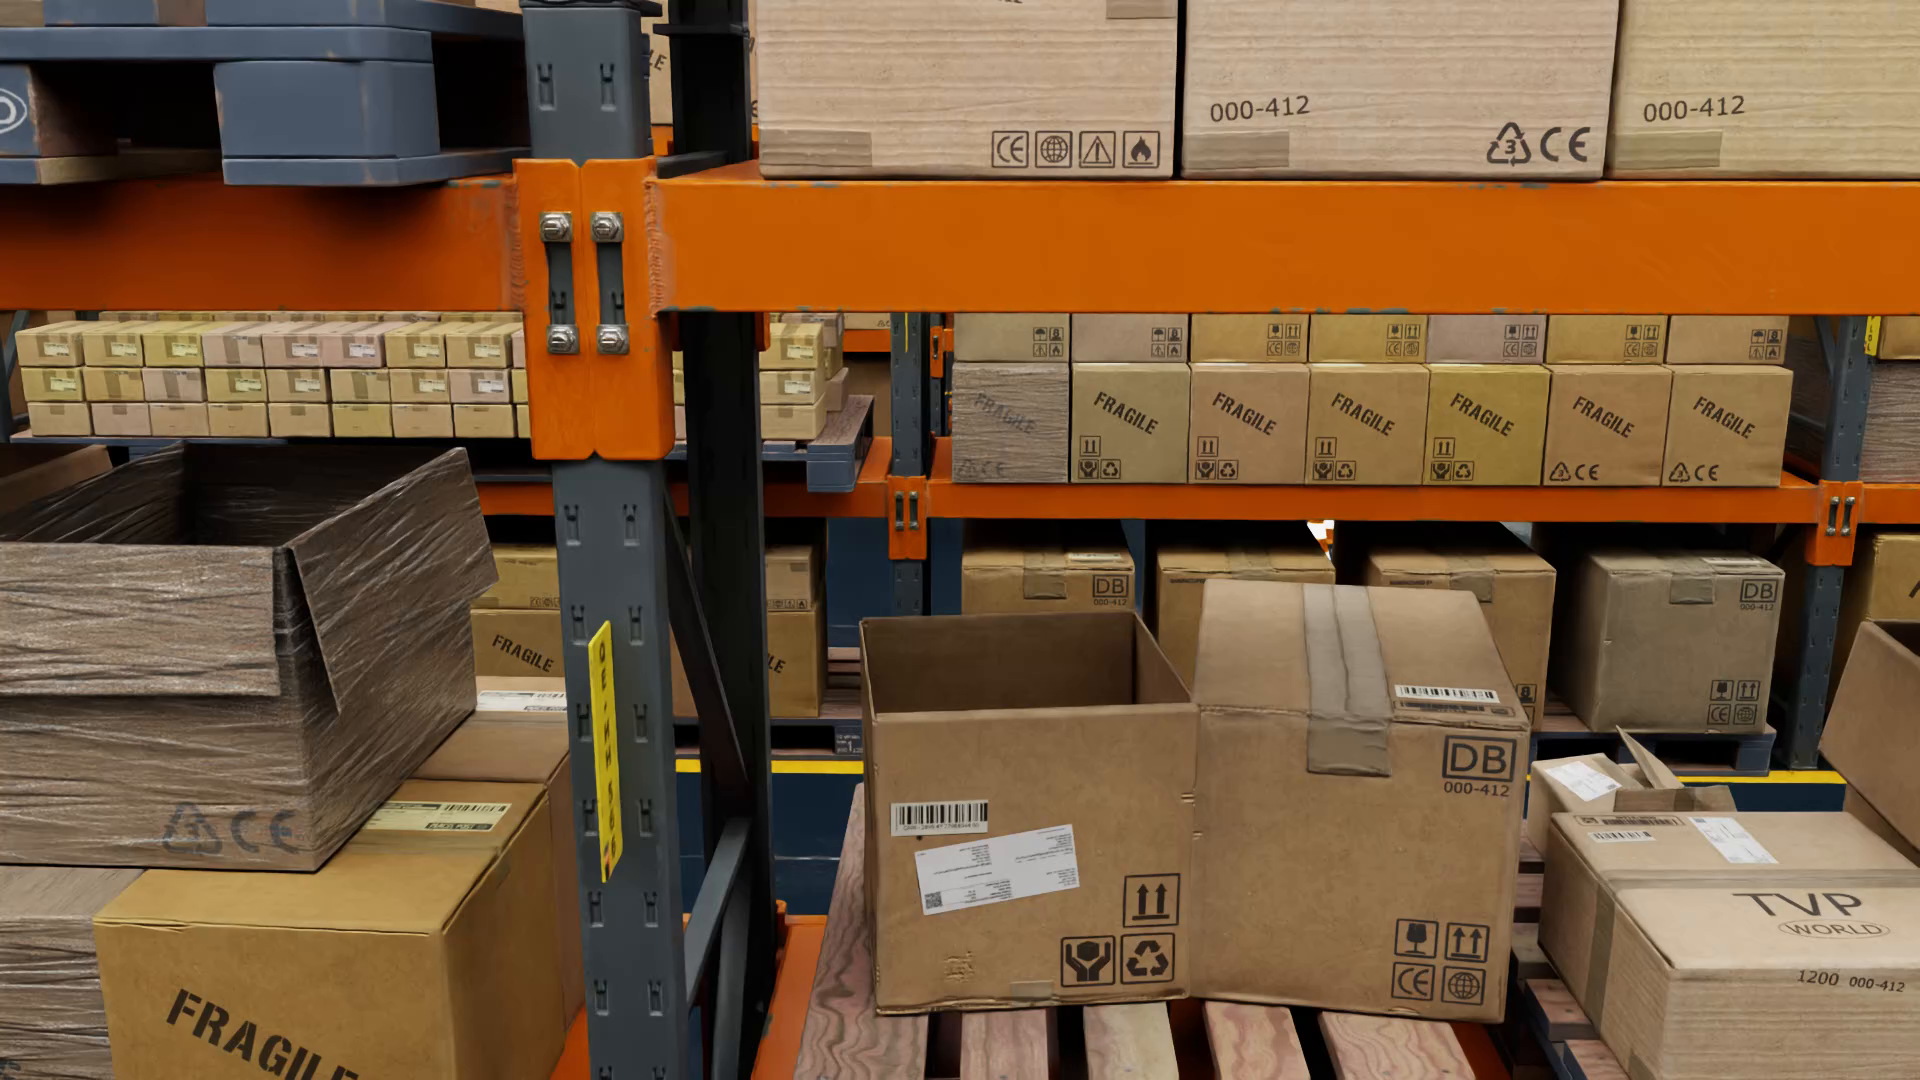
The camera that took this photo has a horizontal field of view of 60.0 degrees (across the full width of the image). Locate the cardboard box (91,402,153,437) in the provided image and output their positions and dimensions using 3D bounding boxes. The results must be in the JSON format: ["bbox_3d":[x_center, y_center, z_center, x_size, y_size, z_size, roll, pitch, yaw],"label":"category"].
[{"bbox_3d":[-3.558,-0.559,7.250,0.250,0.149,0.380,1,15,2],"label":"cardboard box"}]

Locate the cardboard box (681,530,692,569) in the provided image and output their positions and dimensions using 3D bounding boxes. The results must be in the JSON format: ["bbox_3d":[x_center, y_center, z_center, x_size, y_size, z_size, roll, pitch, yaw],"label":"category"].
[{"bbox_3d":[-1.415,0.133,7.563,0.500,0.250,0.500,1,15,2],"label":"cardboard box"}]

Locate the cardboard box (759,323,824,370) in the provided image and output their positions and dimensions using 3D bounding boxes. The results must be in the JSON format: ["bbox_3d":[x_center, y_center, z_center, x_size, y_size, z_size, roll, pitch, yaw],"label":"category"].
[{"bbox_3d":[-0.721,-0.827,7.099,0.250,0.149,0.380,0,15,-1],"label":"cardboard box"}]

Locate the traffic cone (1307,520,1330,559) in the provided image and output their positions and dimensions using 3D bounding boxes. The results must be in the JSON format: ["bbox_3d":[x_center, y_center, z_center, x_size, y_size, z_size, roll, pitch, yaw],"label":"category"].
[{"bbox_3d":[2.214,0.020,10.358,0.334,0.463,0.336,0,15,1],"label":"traffic cone"}]

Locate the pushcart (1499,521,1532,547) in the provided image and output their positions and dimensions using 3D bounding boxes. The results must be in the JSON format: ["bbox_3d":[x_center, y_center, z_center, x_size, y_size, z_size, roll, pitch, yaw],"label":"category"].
[{"bbox_3d":[3.797,0.041,10.446,0.936,0.377,1.648,-5,16,-18],"label":"pushcart"}]

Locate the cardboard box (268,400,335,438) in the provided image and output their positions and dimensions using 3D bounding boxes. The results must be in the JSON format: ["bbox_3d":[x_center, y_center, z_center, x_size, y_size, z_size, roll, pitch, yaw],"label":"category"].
[{"bbox_3d":[-2.803,-0.553,7.226,0.250,0.149,0.380,0,15,-1],"label":"cardboard box"}]

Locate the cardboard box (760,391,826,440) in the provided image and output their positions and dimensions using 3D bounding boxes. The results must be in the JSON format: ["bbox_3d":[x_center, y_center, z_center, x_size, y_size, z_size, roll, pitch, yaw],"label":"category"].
[{"bbox_3d":[-0.724,-0.540,7.174,0.250,0.149,0.380,1,15,2],"label":"cardboard box"}]

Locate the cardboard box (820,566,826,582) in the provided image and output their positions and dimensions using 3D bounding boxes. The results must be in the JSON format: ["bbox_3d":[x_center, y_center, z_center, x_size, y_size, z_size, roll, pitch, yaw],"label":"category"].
[{"bbox_3d":[-0.920,0.364,8.157,0.500,0.500,0.500,0,15,-1],"label":"cardboard box"}]

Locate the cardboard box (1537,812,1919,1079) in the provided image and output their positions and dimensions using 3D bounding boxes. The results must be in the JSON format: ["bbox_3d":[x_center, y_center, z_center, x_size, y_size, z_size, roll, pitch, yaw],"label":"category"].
[{"bbox_3d":[1.223,0.631,2.538,0.500,0.250,0.500,0,15,0],"label":"cardboard box"}]

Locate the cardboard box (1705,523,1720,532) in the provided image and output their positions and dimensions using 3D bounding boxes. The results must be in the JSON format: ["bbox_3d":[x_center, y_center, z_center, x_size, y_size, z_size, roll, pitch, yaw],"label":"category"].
[{"bbox_3d":[4.841,-0.247,11.293,0.500,0.500,0.500,13,19,40],"label":"cardboard box"}]

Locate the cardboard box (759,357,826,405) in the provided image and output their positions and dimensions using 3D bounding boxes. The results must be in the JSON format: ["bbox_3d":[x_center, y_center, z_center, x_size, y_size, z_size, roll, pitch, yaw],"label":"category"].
[{"bbox_3d":[-0.725,-0.684,7.140,0.250,0.149,0.380,1,15,3],"label":"cardboard box"}]

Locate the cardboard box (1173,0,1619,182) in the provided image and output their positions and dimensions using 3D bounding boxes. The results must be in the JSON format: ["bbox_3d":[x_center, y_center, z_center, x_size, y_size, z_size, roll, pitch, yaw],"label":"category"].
[{"bbox_3d":[0.530,-0.614,2.202,0.500,0.250,0.500,1,15,3],"label":"cardboard box"}]

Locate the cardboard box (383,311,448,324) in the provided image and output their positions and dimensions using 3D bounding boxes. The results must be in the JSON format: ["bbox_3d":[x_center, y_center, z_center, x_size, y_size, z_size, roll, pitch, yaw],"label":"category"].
[{"bbox_3d":[-2.509,-1.006,7.775,0.250,0.149,0.380,0,15,-1],"label":"cardboard box"}]

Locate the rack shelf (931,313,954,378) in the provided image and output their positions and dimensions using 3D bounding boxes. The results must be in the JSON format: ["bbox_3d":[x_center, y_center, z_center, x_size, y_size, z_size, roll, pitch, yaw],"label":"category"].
[{"bbox_3d":[1.806,-1.474,12.457,4.000,0.370,1.077,0,15,1],"label":"rack shelf"}]

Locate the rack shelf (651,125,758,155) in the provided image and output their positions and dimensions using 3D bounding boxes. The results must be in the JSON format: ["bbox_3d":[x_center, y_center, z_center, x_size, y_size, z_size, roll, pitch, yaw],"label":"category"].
[{"bbox_3d":[-2.218,-1.688,7.386,4.000,0.370,1.077,0,15,1],"label":"rack shelf"}]

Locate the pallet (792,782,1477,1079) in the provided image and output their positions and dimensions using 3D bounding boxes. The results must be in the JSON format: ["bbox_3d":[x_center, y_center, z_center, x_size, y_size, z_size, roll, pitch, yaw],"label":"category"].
[{"bbox_3d":[0.268,0.763,2.946,1.003,0.211,1.213,0,15,1],"label":"pallet"}]

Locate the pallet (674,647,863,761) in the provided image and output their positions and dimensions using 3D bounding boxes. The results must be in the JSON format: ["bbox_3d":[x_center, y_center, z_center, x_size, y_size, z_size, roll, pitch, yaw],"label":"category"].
[{"bbox_3d":[-1.000,0.771,8.004,1.213,0.211,1.003,0,15,1],"label":"pallet"}]

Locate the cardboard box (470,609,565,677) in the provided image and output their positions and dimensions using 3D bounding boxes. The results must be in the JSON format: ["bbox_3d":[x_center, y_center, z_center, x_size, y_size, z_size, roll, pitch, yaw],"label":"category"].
[{"bbox_3d":[-1.932,0.492,7.670,0.500,0.500,0.500,0,15,-1],"label":"cardboard box"}]

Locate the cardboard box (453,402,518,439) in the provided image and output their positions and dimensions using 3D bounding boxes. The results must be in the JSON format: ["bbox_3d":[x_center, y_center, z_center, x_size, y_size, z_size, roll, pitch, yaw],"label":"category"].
[{"bbox_3d":[-2.006,-0.549,7.211,0.250,0.149,0.380,1,15,3],"label":"cardboard box"}]

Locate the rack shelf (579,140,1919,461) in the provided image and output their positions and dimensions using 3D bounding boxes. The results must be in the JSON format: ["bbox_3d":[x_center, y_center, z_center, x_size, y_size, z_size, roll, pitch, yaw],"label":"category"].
[{"bbox_3d":[1.553,-0.397,2.496,4.000,0.370,1.077,0,15,1],"label":"rack shelf"}]

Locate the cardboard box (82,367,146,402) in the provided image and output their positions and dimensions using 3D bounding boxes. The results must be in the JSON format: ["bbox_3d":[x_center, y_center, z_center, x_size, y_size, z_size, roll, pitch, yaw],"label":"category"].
[{"bbox_3d":[-3.577,-0.702,7.208,0.250,0.149,0.380,0,15,0],"label":"cardboard box"}]

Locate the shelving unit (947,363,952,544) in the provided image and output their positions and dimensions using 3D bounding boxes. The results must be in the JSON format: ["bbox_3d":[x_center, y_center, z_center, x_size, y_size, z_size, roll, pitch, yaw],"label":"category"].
[{"bbox_3d":[0.014,-0.580,11.187,0.189,1.200,0.258,0,15,1],"label":"shelving unit"}]

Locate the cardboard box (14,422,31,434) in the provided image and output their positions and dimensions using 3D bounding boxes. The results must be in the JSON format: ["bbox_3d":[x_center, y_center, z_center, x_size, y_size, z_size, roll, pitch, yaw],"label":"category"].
[{"bbox_3d":[-4.493,-0.562,8.082,0.250,0.149,0.380,1,15,3],"label":"cardboard box"}]

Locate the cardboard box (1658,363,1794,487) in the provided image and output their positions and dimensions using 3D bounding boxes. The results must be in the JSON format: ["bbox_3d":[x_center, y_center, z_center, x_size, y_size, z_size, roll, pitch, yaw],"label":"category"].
[{"bbox_3d":[3.251,-0.529,7.271,0.500,0.500,0.500,0,15,1],"label":"cardboard box"}]

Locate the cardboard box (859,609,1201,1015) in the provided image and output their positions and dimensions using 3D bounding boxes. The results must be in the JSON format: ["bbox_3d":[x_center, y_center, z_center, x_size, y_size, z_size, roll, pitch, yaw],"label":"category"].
[{"bbox_3d":[0.094,0.434,2.795,0.500,0.500,0.500,-1,15,-5],"label":"cardboard box"}]

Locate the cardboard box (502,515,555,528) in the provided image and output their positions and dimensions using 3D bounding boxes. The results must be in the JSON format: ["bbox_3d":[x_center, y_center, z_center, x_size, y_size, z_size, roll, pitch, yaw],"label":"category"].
[{"bbox_3d":[-1.904,-0.005,8.086,0.500,0.250,0.500,0,15,2],"label":"cardboard box"}]

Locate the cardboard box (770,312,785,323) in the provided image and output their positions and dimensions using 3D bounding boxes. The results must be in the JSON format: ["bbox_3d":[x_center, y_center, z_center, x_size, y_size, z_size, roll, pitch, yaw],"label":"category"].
[{"bbox_3d":[-0.945,-0.995,7.733,0.250,0.149,0.380,0,15,0],"label":"cardboard box"}]

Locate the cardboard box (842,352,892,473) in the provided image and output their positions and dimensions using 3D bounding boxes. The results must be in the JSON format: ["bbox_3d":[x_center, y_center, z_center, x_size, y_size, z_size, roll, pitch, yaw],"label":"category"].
[{"bbox_3d":[-0.882,-1.036,12.730,0.875,0.875,0.875,0,15,1],"label":"cardboard box"}]

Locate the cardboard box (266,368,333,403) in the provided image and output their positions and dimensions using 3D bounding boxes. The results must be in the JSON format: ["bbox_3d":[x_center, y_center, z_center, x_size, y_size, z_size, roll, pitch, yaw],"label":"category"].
[{"bbox_3d":[-2.789,-0.698,7.192,0.250,0.149,0.380,1,15,4],"label":"cardboard box"}]

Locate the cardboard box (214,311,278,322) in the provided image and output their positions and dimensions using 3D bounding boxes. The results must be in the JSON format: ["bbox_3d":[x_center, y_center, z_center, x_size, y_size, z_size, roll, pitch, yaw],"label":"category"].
[{"bbox_3d":[-3.285,-1.011,7.794,0.250,0.149,0.380,0,15,0],"label":"cardboard box"}]

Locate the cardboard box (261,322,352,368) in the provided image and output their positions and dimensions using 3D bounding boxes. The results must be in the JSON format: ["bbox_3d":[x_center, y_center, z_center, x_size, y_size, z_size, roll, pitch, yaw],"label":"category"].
[{"bbox_3d":[-2.795,-0.841,7.151,0.250,0.149,0.380,0,15,1],"label":"cardboard box"}]

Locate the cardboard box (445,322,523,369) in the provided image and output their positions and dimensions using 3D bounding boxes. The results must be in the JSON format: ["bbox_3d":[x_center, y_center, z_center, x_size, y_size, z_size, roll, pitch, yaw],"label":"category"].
[{"bbox_3d":[-2.013,-0.836,7.133,0.250,0.149,0.380,1,15,4],"label":"cardboard box"}]

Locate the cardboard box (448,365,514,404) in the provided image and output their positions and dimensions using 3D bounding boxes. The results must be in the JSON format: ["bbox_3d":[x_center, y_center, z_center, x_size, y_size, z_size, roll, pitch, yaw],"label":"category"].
[{"bbox_3d":[-2.014,-0.692,7.170,0.250,0.149,0.380,1,15,3],"label":"cardboard box"}]

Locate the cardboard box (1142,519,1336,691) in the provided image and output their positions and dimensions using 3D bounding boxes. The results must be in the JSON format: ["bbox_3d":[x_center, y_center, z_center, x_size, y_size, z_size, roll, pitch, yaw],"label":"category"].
[{"bbox_3d":[1.261,0.345,7.741,0.750,0.750,1.050,1,15,2],"label":"cardboard box"}]

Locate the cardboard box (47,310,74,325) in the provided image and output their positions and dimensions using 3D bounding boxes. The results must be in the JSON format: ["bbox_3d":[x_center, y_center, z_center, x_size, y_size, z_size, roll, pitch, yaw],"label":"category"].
[{"bbox_3d":[-6.704,-1.855,12.295,0.500,0.500,0.500,0,15,1],"label":"cardboard box"}]

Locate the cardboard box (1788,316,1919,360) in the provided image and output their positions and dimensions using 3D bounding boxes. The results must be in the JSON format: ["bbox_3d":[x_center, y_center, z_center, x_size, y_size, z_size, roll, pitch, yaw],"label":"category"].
[{"bbox_3d":[4.148,-1.129,7.330,0.550,0.550,0.875,0,15,1],"label":"cardboard box"}]

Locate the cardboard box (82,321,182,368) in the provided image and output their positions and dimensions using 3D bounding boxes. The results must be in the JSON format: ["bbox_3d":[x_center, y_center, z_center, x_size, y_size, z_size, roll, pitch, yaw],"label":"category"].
[{"bbox_3d":[-3.557,-0.847,7.174,0.250,0.149,0.380,1,15,3],"label":"cardboard box"}]

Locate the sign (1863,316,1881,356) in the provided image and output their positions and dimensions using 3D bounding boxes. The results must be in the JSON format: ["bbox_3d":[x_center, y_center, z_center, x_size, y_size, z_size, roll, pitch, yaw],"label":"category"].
[{"bbox_3d":[3.776,-0.929,6.867,0.005,0.325,0.100,0,15,1],"label":"sign"}]

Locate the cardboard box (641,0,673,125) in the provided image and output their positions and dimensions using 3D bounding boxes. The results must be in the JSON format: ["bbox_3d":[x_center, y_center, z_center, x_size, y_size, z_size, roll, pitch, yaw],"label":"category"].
[{"bbox_3d":[-1.297,-2.010,7.001,0.500,0.500,0.500,0,15,1],"label":"cardboard box"}]

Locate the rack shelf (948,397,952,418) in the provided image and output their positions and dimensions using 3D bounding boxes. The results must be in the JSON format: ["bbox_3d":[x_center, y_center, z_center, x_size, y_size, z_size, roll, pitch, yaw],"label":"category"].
[{"bbox_3d":[0.014,-0.885,11.106,0.180,0.103,0.258,0,15,1],"label":"rack shelf"}]

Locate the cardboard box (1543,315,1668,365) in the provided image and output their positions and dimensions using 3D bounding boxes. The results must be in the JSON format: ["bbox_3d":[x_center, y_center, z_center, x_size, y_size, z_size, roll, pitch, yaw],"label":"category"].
[{"bbox_3d":[2.769,-1.082,7.406,0.500,0.500,0.700,0,15,0],"label":"cardboard box"}]

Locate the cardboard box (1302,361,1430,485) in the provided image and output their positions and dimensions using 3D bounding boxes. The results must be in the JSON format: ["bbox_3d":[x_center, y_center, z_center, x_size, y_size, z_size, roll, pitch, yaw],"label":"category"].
[{"bbox_3d":[1.733,-0.539,7.306,0.500,0.500,0.500,0,15,1],"label":"cardboard box"}]

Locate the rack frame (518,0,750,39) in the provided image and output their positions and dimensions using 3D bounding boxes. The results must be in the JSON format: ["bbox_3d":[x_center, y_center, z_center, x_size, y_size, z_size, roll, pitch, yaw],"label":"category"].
[{"bbox_3d":[-0.447,-2.208,2.071,0.127,3.000,1.000,0,15,1],"label":"rack frame"}]

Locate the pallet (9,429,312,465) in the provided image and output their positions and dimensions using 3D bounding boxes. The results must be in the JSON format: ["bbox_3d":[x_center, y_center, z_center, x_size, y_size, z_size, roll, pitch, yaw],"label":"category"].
[{"bbox_3d":[-3.457,-0.463,7.592,1.213,0.211,1.003,0,15,1],"label":"pallet"}]

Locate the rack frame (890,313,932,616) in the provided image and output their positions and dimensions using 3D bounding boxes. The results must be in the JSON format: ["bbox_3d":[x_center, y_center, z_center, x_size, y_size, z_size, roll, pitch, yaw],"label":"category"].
[{"bbox_3d":[-0.219,-0.572,7.628,0.127,3.000,1.000,0,15,1],"label":"rack frame"}]

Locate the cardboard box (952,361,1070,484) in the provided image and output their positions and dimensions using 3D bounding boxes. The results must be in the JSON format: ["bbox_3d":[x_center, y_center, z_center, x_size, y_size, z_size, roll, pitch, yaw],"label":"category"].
[{"bbox_3d":[0.223,-0.549,7.343,0.500,0.500,0.500,1,15,2],"label":"cardboard box"}]

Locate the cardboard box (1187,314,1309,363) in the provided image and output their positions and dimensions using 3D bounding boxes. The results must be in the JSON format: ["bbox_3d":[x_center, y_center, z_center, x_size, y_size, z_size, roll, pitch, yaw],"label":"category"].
[{"bbox_3d":[1.248,-1.093,7.445,0.500,0.500,0.700,0,15,1],"label":"cardboard box"}]

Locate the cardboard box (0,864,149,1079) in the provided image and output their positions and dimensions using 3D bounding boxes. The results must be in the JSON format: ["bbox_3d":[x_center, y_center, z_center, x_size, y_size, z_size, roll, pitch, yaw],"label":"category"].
[{"bbox_3d":[-1.445,0.699,2.614,0.500,0.500,0.500,0,15,1],"label":"cardboard box"}]

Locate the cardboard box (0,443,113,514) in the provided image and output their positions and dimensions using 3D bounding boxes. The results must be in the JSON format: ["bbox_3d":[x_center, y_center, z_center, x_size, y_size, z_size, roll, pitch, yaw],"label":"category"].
[{"bbox_3d":[-1.829,0.145,2.748,0.637,0.503,0.797,1,15,3],"label":"cardboard box"}]
